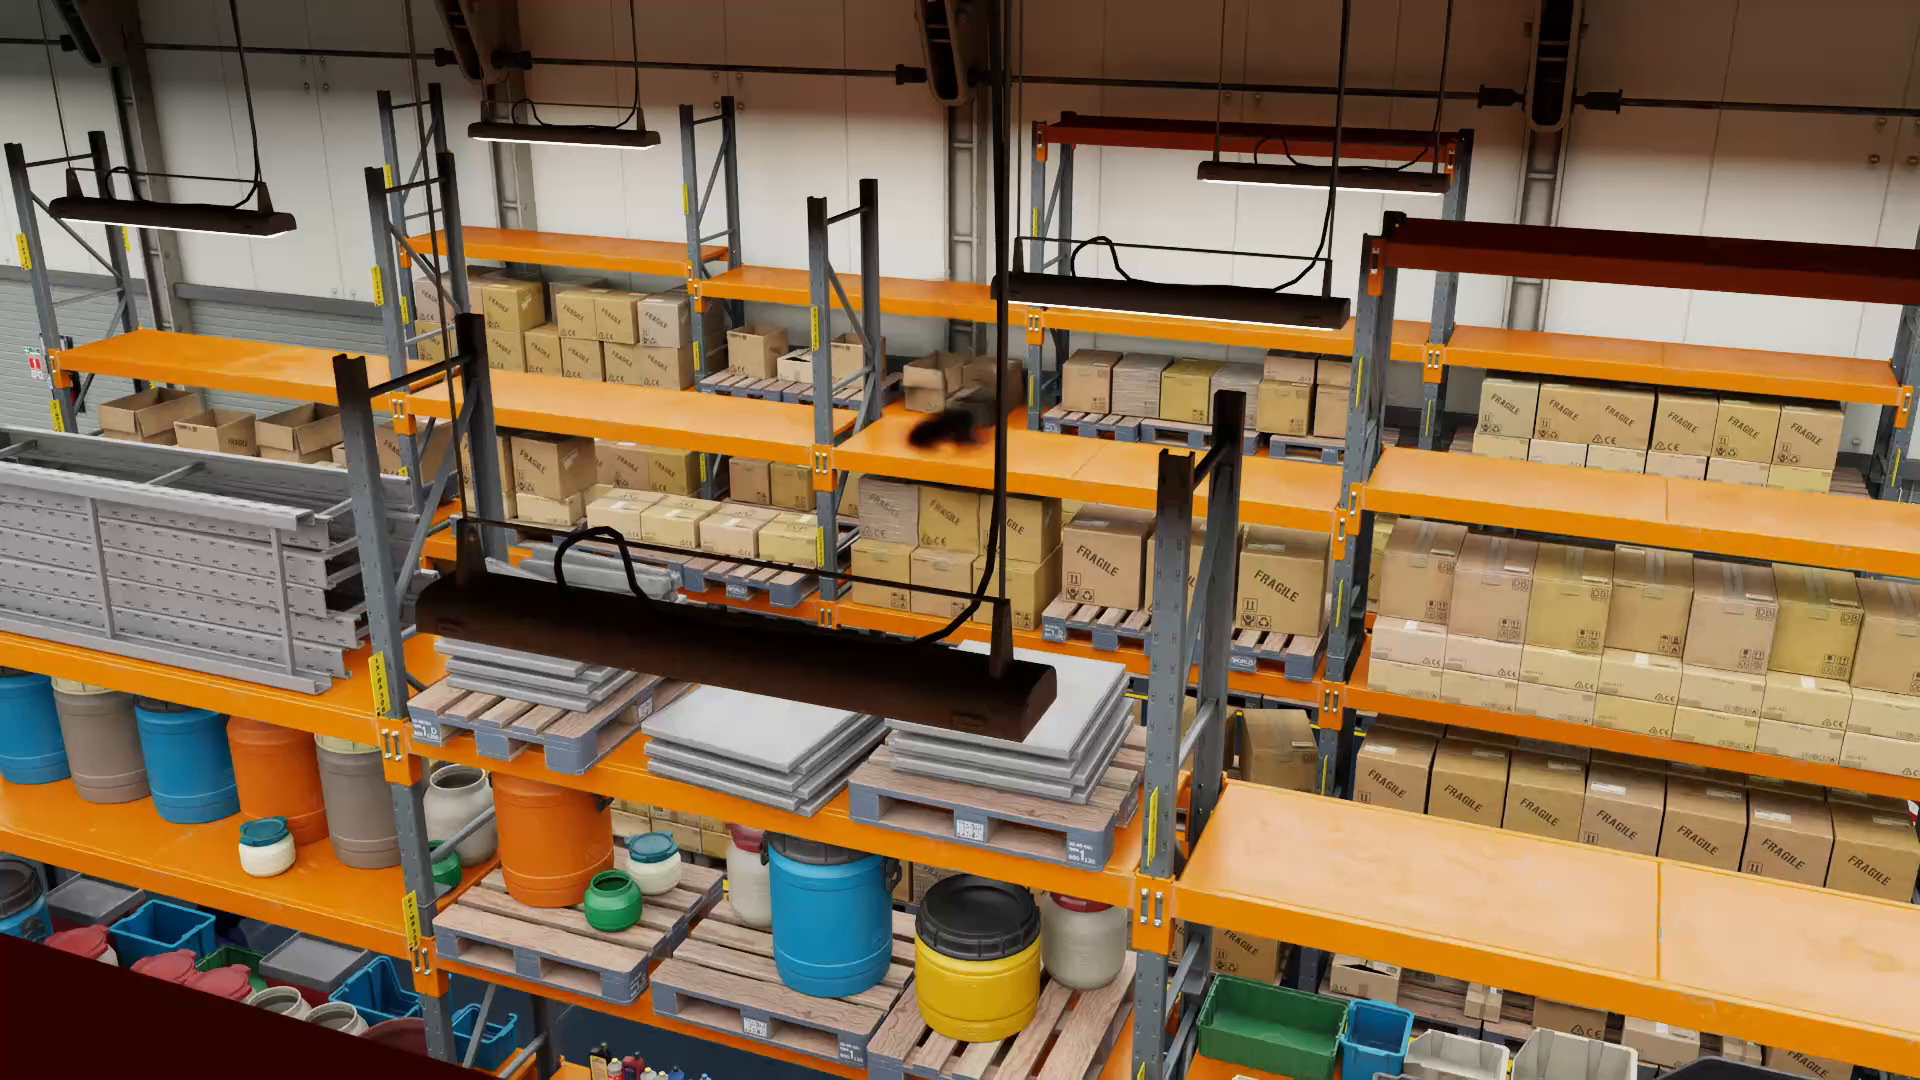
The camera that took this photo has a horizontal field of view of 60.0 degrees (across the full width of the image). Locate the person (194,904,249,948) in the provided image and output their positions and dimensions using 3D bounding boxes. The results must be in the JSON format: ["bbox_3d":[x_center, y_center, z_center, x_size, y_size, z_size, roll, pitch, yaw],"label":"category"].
[{"bbox_3d":[-5.709,2.763,12.892,0.568,1.598,0.602,8,22,19],"label":"person"}]
